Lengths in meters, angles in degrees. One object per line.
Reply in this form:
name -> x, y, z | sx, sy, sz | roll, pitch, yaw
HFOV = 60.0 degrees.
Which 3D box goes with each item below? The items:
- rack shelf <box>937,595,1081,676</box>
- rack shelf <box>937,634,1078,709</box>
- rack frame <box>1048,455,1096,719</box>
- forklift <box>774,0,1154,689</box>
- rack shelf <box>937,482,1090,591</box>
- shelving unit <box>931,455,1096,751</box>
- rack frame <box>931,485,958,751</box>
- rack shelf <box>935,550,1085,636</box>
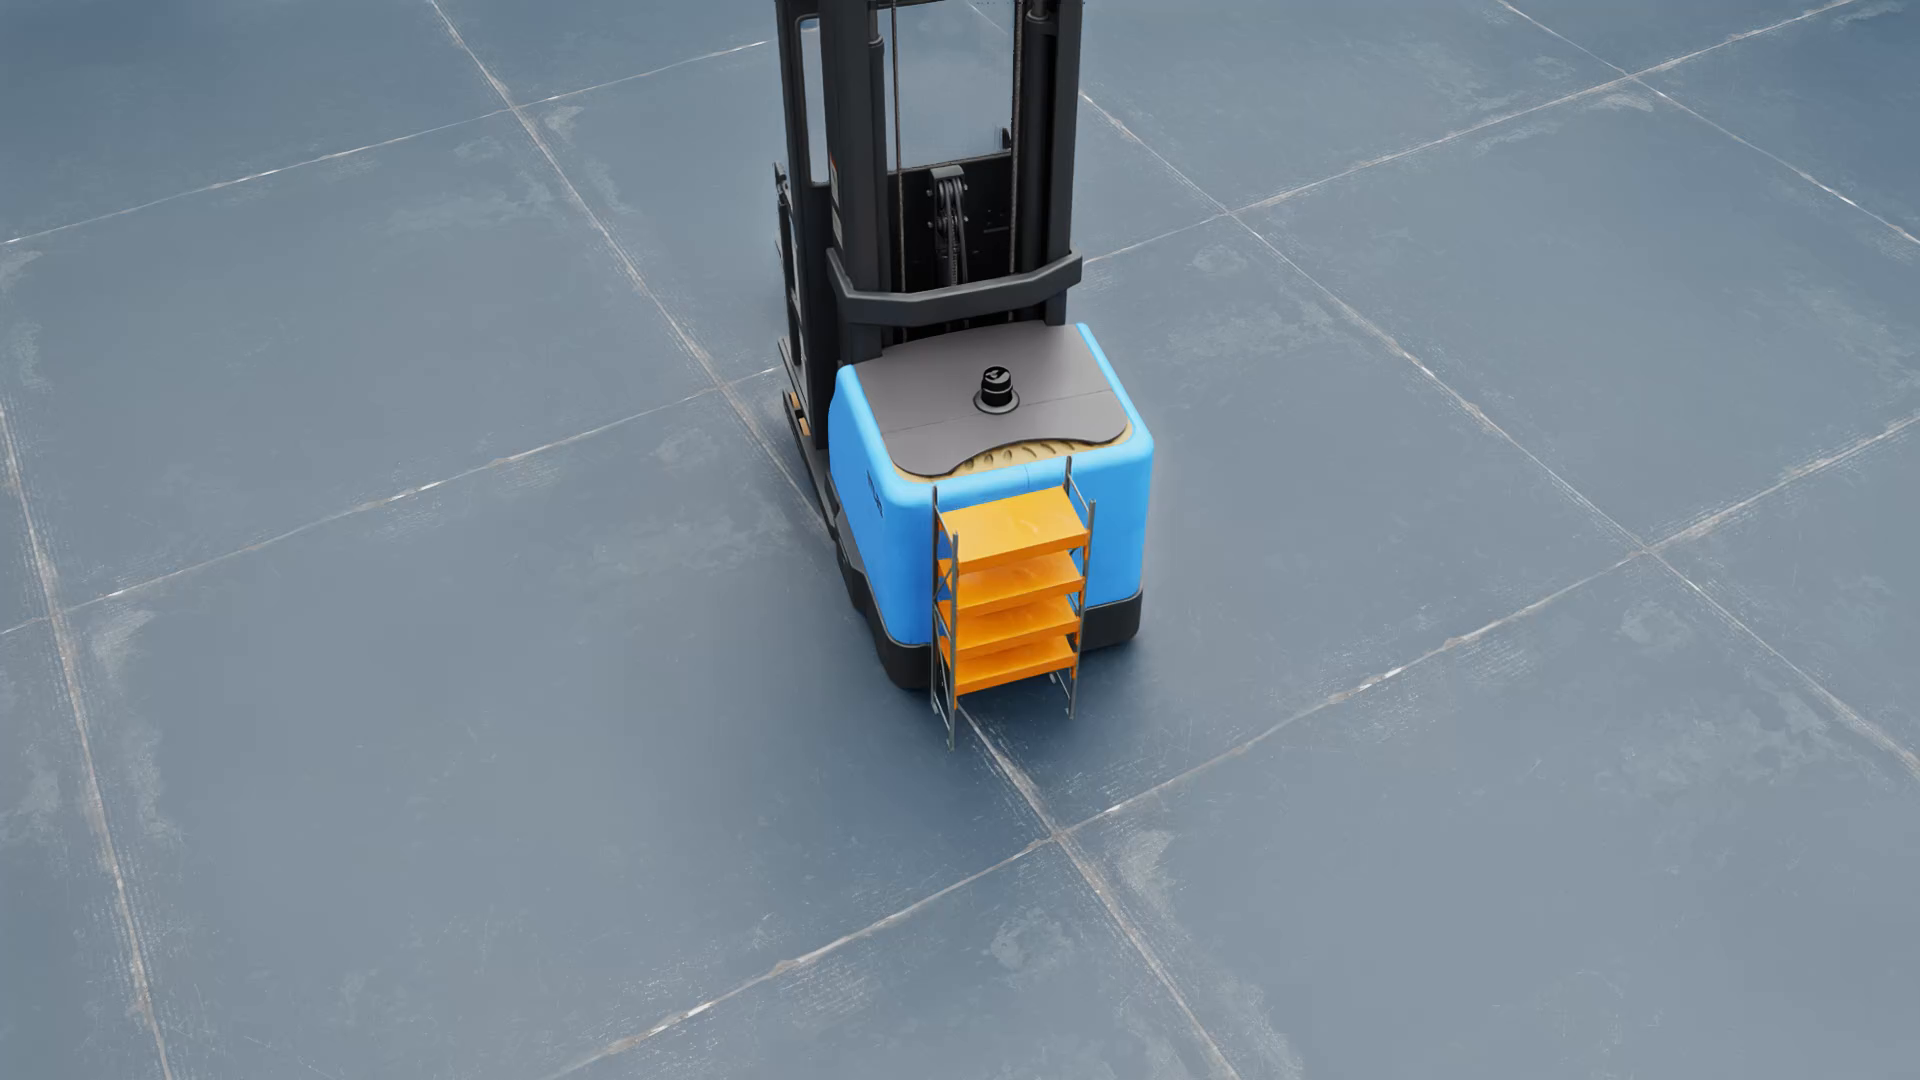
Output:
rack shelf -> 0.171, 0.302, 6.094 | 0.480, 0.148, 0.258 | -13, 48, -13
rack shelf -> 0.168, 0.438, 6.239 | 0.480, 0.148, 0.258 | -13, 48, -13
rack frame -> 0.403, 0.202, 6.101 | 0.015, 1.200, 0.240 | -13, 48, -13
forklift -> -0.184, -1.518, 6.639 | 1.130, 2.935, 3.031 | -12, 45, -12
rack shelf -> 0.178, -0.014, 5.760 | 0.480, 0.148, 0.258 | -13, 48, -13
shelving unit -> 0.172, 0.256, 6.045 | 0.503, 1.200, 0.258 | -13, 48, -13
rack frame -> -0.059, 0.310, 5.990 | 0.015, 1.200, 0.240 | -13, 48, -13
rack shelf -> 0.174, 0.149, 5.932 | 0.480, 0.148, 0.258 | -13, 48, -13
